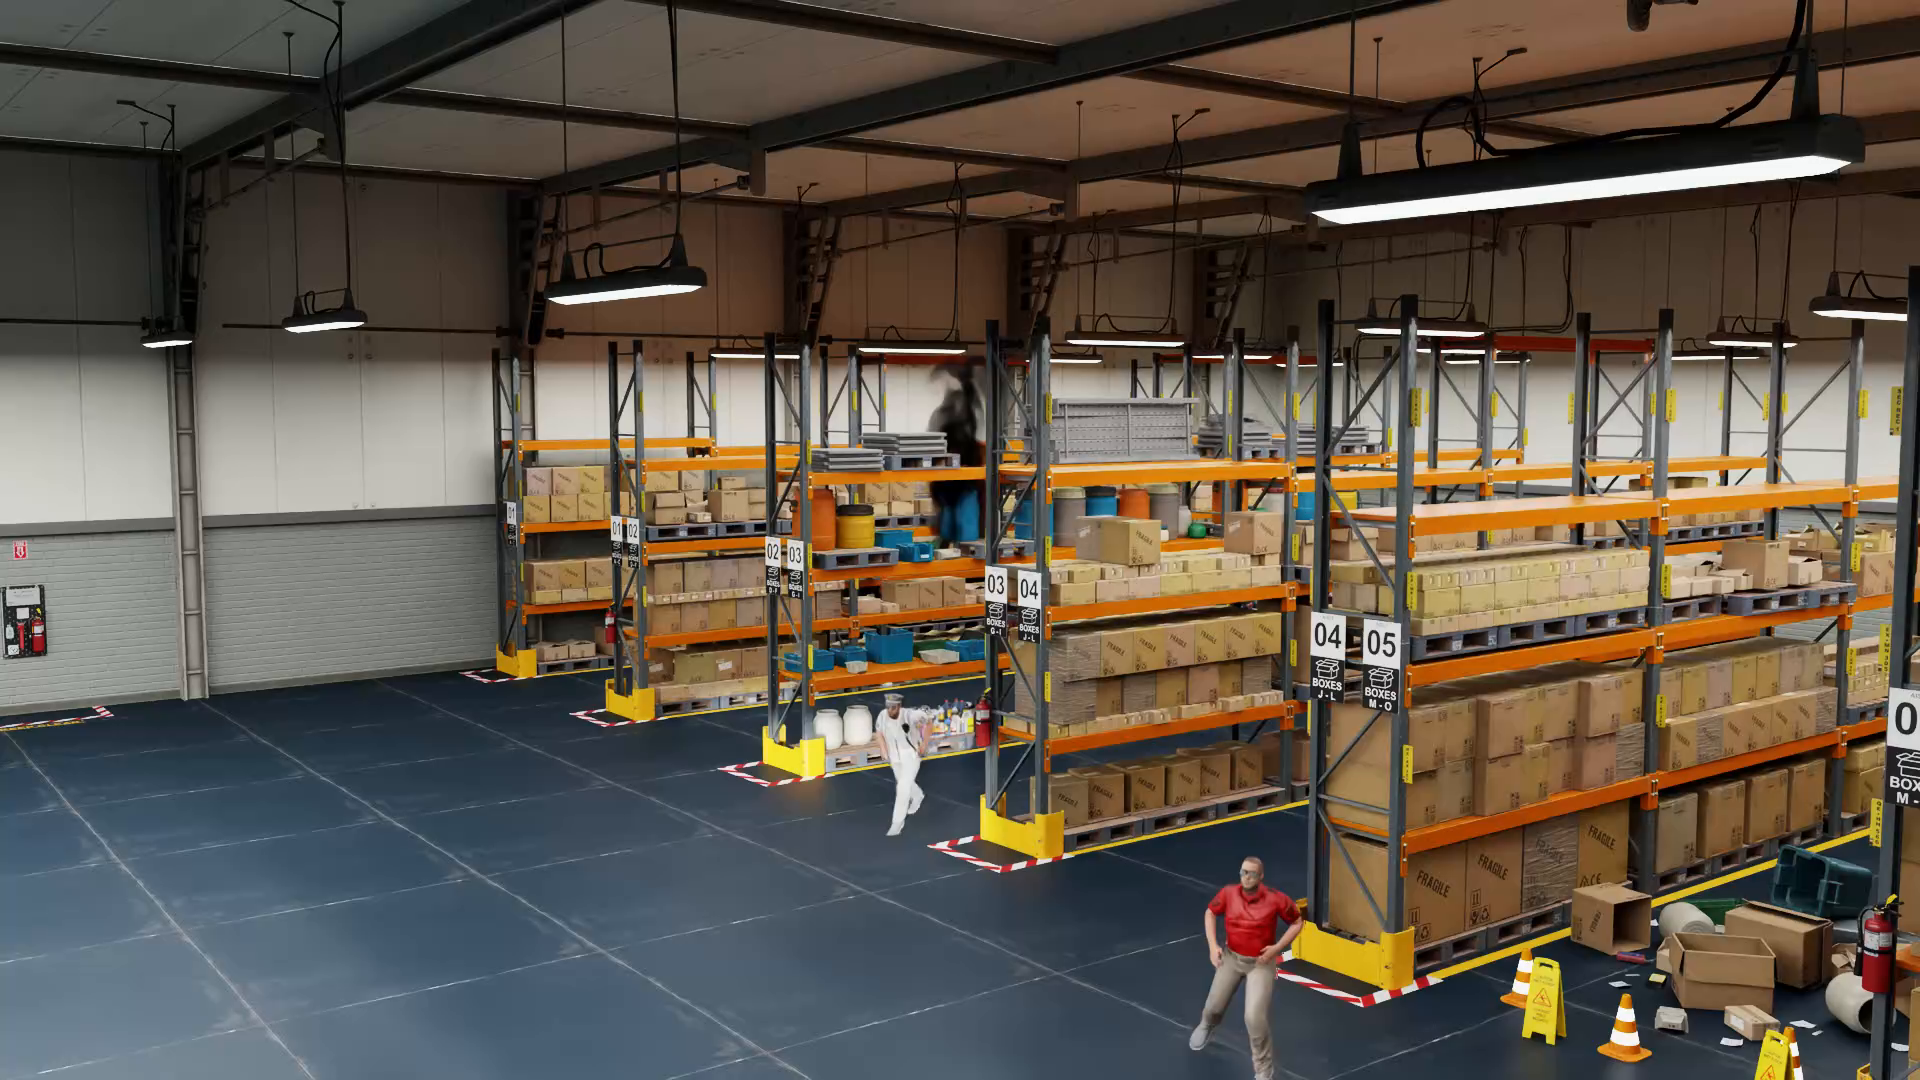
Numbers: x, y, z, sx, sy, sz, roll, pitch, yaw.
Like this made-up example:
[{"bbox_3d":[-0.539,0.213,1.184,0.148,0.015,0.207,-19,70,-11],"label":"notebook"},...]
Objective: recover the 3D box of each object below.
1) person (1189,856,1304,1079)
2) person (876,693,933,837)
[{"bbox_3d":[2.149,3.239,12.652,0.897,1.737,0.735,2,5,23],"label":"person"},{"bbox_3d":[-0.624,2.616,19.846,0.701,1.722,1.022,2,5,19],"label":"person"}]
